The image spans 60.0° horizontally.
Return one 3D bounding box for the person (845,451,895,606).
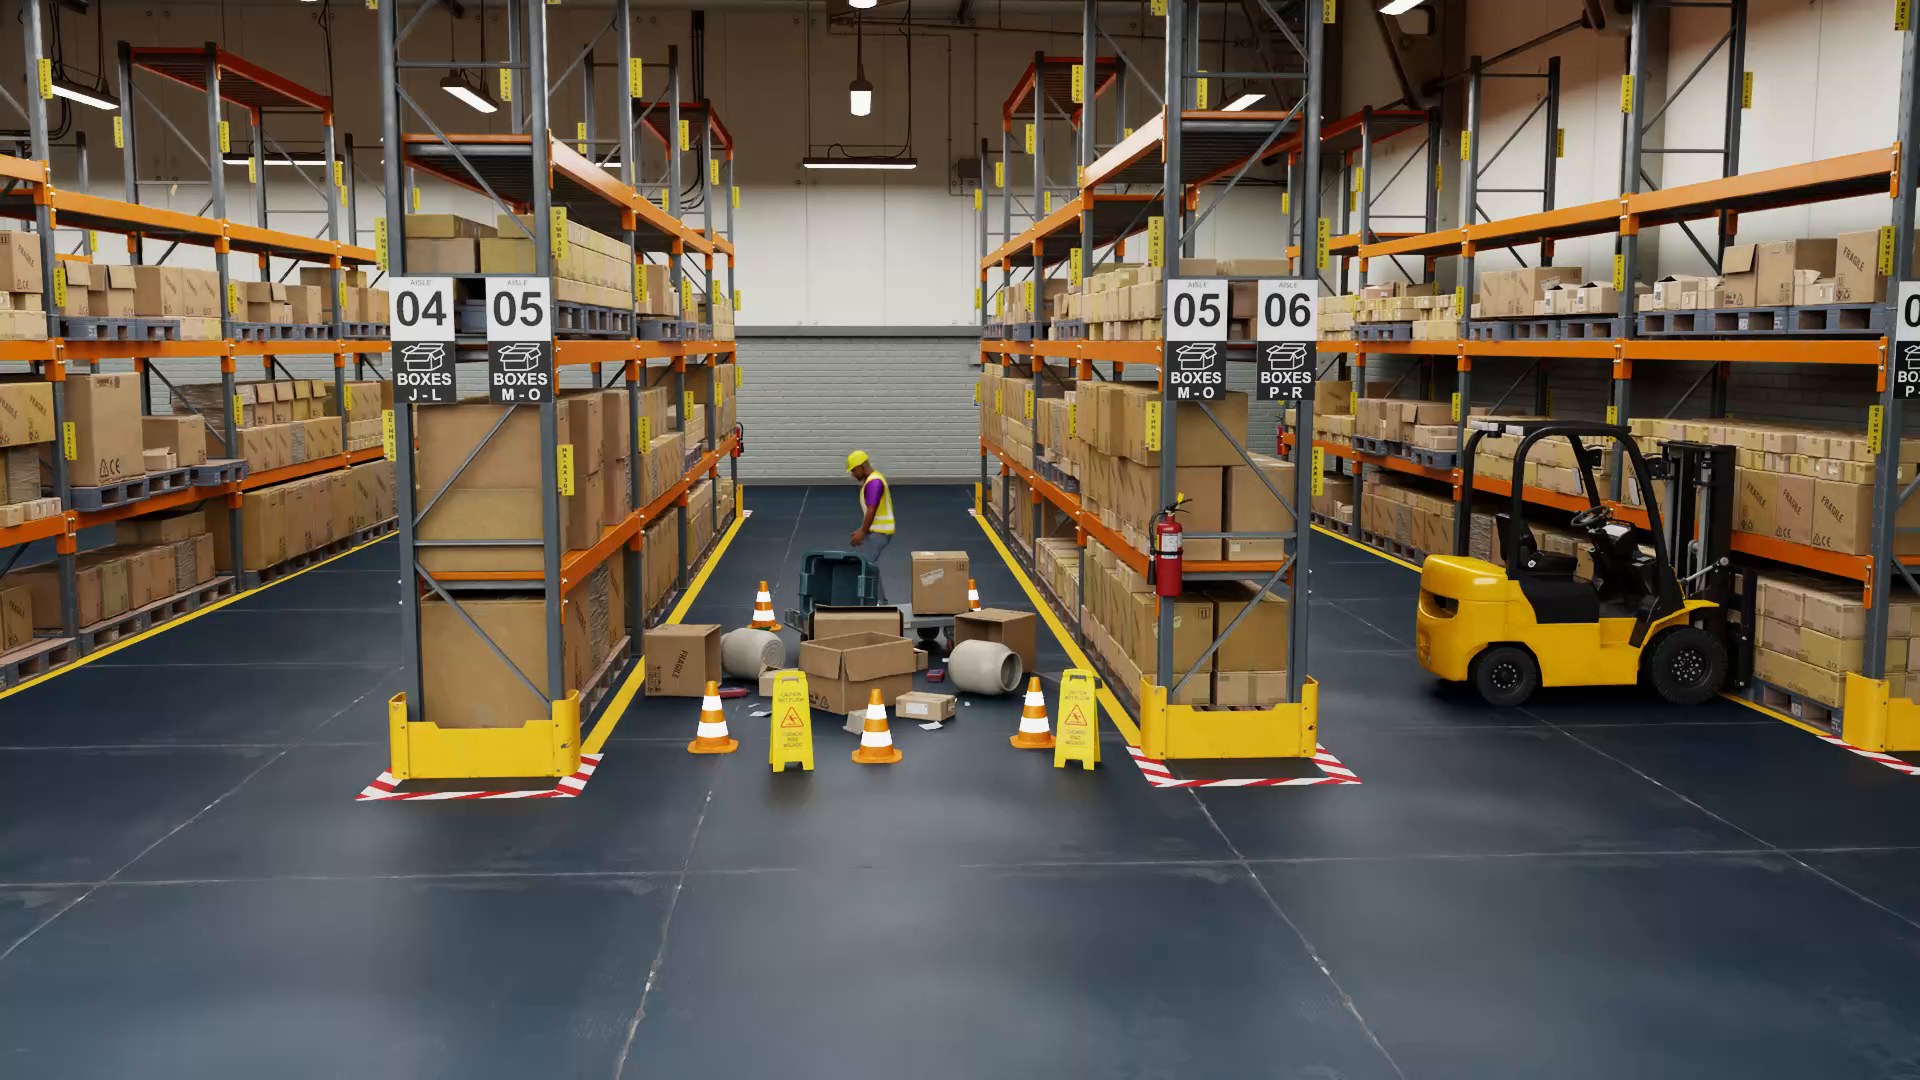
[{"bbox_3d":[-0.926,-0.084,17.208,0.511,1.682,0.600,0,7,-2],"label":"person"}]
